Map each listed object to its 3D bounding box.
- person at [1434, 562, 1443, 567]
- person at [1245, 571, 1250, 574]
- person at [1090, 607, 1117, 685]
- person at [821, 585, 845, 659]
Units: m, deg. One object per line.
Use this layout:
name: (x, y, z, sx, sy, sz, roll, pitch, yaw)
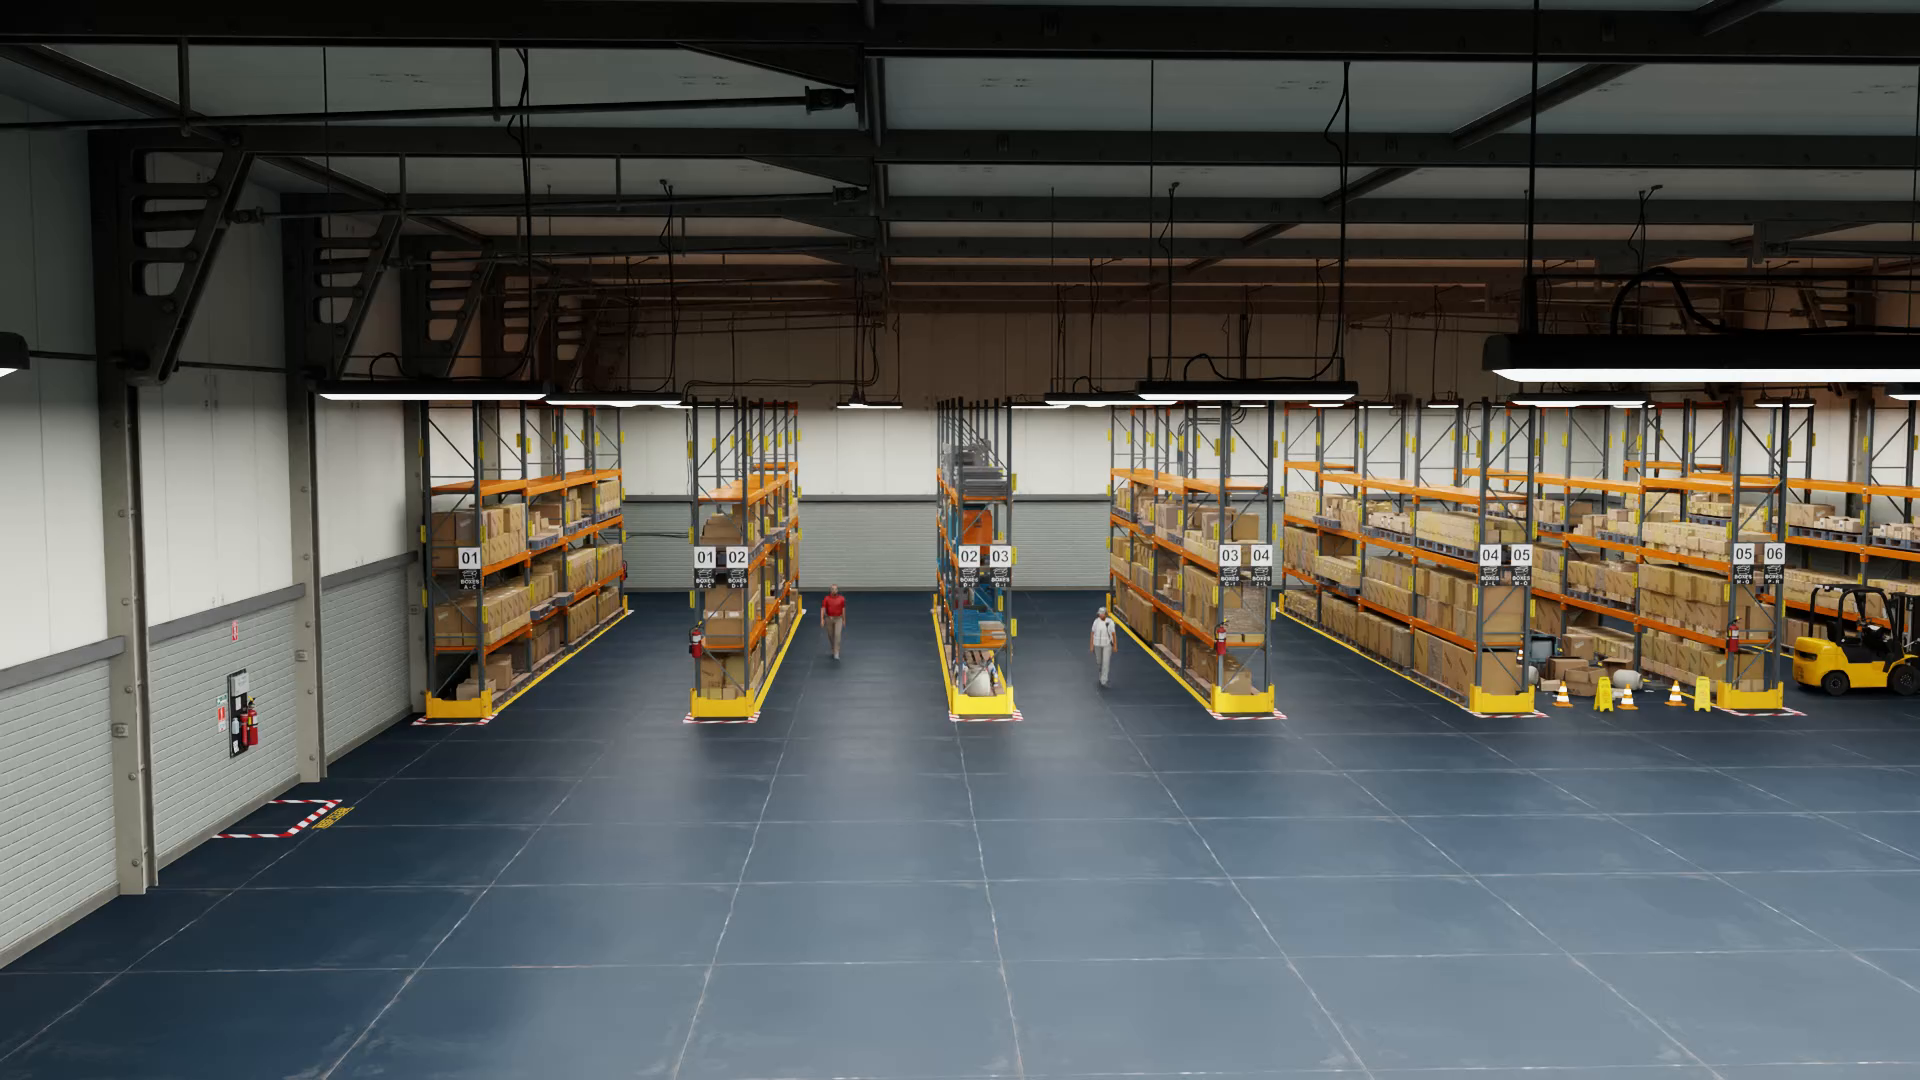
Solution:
person: (12.847, 1.426, 44.559, 0.560, 1.726, 0.448, -4, 6, -39)
person: (7.639, 1.355, 45.198, 0.572, 1.772, 0.519, 0, 4, 5)
person: (2.966, 2.213, 34.804, 0.534, 1.611, 0.963, 2, 5, 26)
person: (-2.961, 1.881, 38.650, 0.546, 1.667, 1.039, 0, 4, 3)
